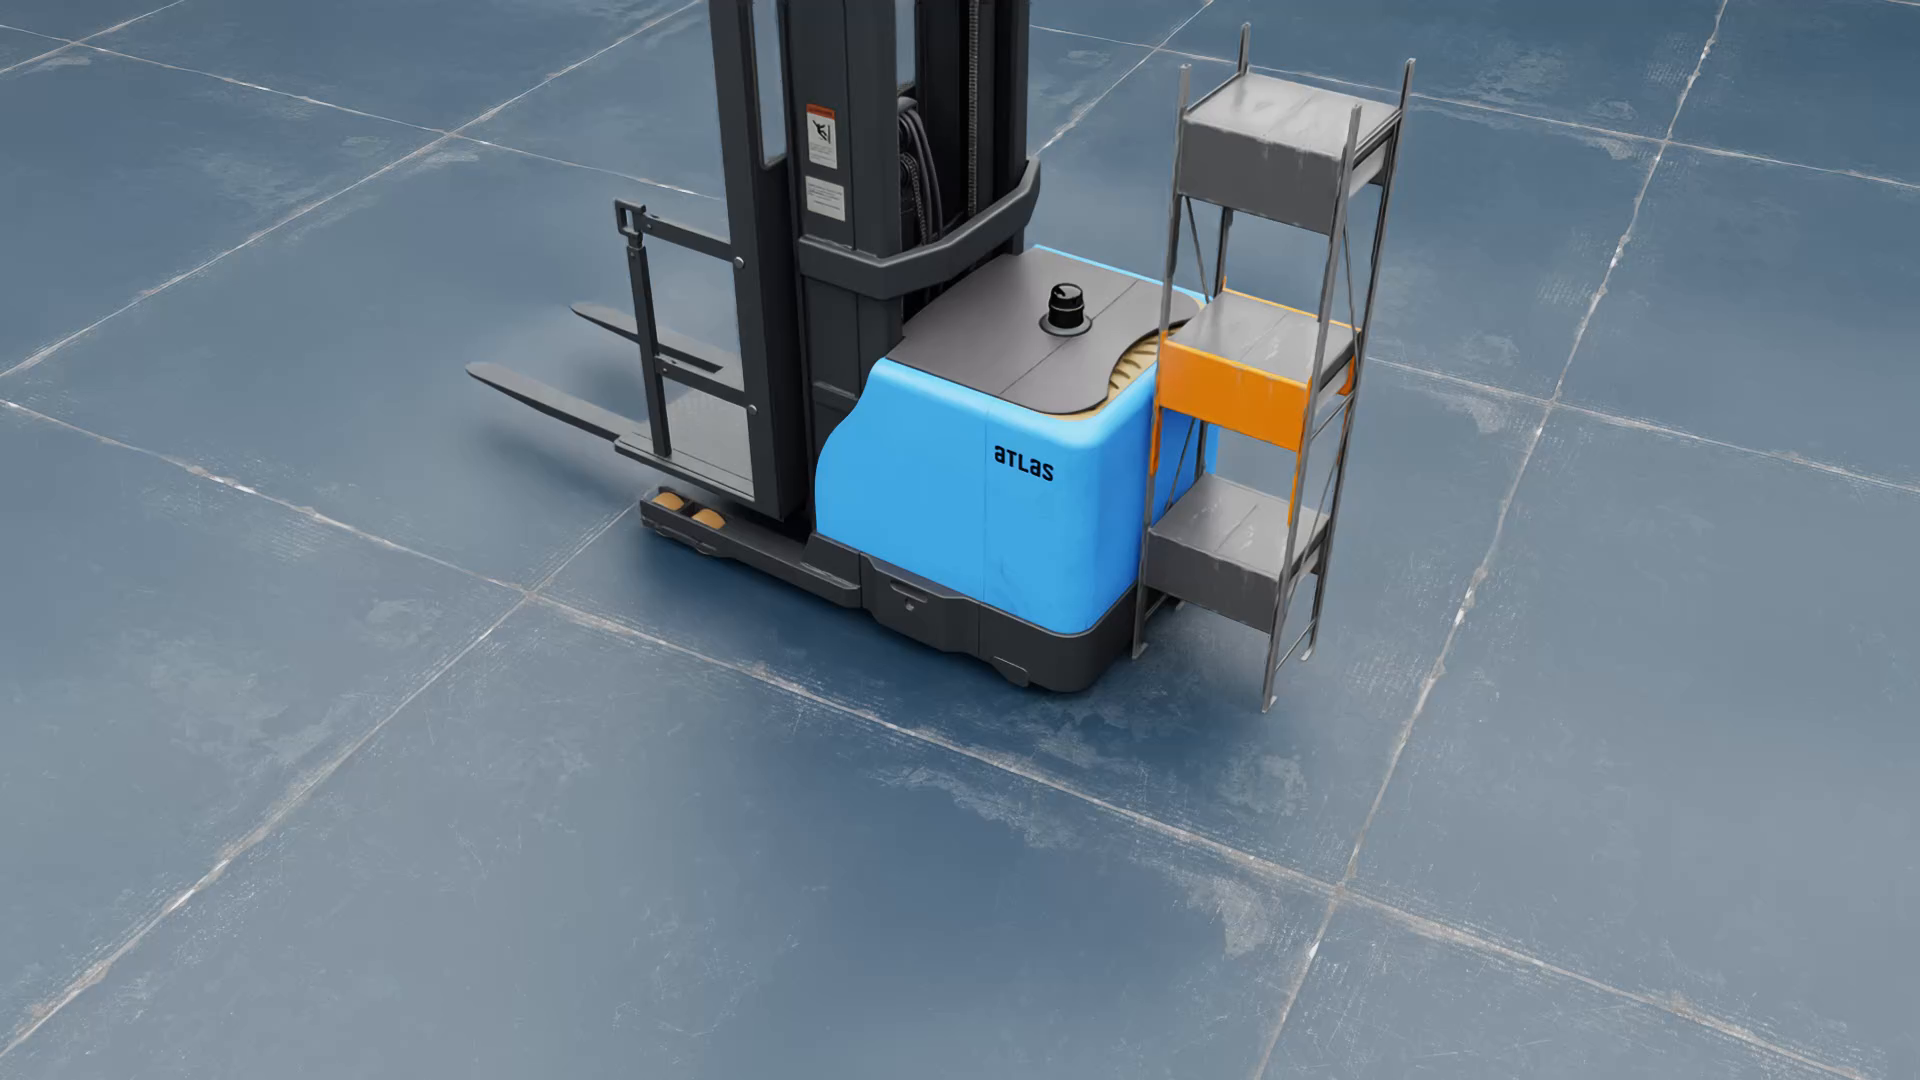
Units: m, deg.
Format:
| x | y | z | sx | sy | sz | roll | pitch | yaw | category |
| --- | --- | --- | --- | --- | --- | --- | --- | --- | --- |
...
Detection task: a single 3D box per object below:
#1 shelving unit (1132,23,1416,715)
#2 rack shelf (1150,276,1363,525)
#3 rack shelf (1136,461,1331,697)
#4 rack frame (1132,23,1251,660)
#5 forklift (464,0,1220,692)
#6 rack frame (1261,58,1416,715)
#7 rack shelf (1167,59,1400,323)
| x | y | z | sx | sy | sz | roll | pitch | yaw | category |
| --- | --- | --- | --- | --- | --- | --- | --- | --- | --- |
| 0.910 | -0.444 | 5.098 | 0.503 | 2.100 | 0.431 | 22 | 42 | 26 | shelving unit |
| 0.910 | -0.433 | 5.107 | 0.480 | 0.518 | 0.431 | 22 | 42 | 26 | rack shelf |
| 0.910 | 0.124 | 5.530 | 0.480 | 0.518 | 0.431 | 22 | 42 | 26 | rack shelf |
| 0.707 | -0.526 | 5.206 | 0.015 | 2.100 | 0.400 | 22 | 42 | 26 | rack frame |
| -0.589 | -1.356 | 5.612 | 3.031 | 2.935 | 1.130 | 22 | 42 | 26 | forklift |
| 1.113 | -0.362 | 4.991 | 0.015 | 2.100 | 0.400 | 22 | 42 | 26 | rack frame |
| 0.910 | -0.991 | 4.683 | 0.480 | 0.518 | 0.431 | 22 | 42 | 26 | rack shelf |
